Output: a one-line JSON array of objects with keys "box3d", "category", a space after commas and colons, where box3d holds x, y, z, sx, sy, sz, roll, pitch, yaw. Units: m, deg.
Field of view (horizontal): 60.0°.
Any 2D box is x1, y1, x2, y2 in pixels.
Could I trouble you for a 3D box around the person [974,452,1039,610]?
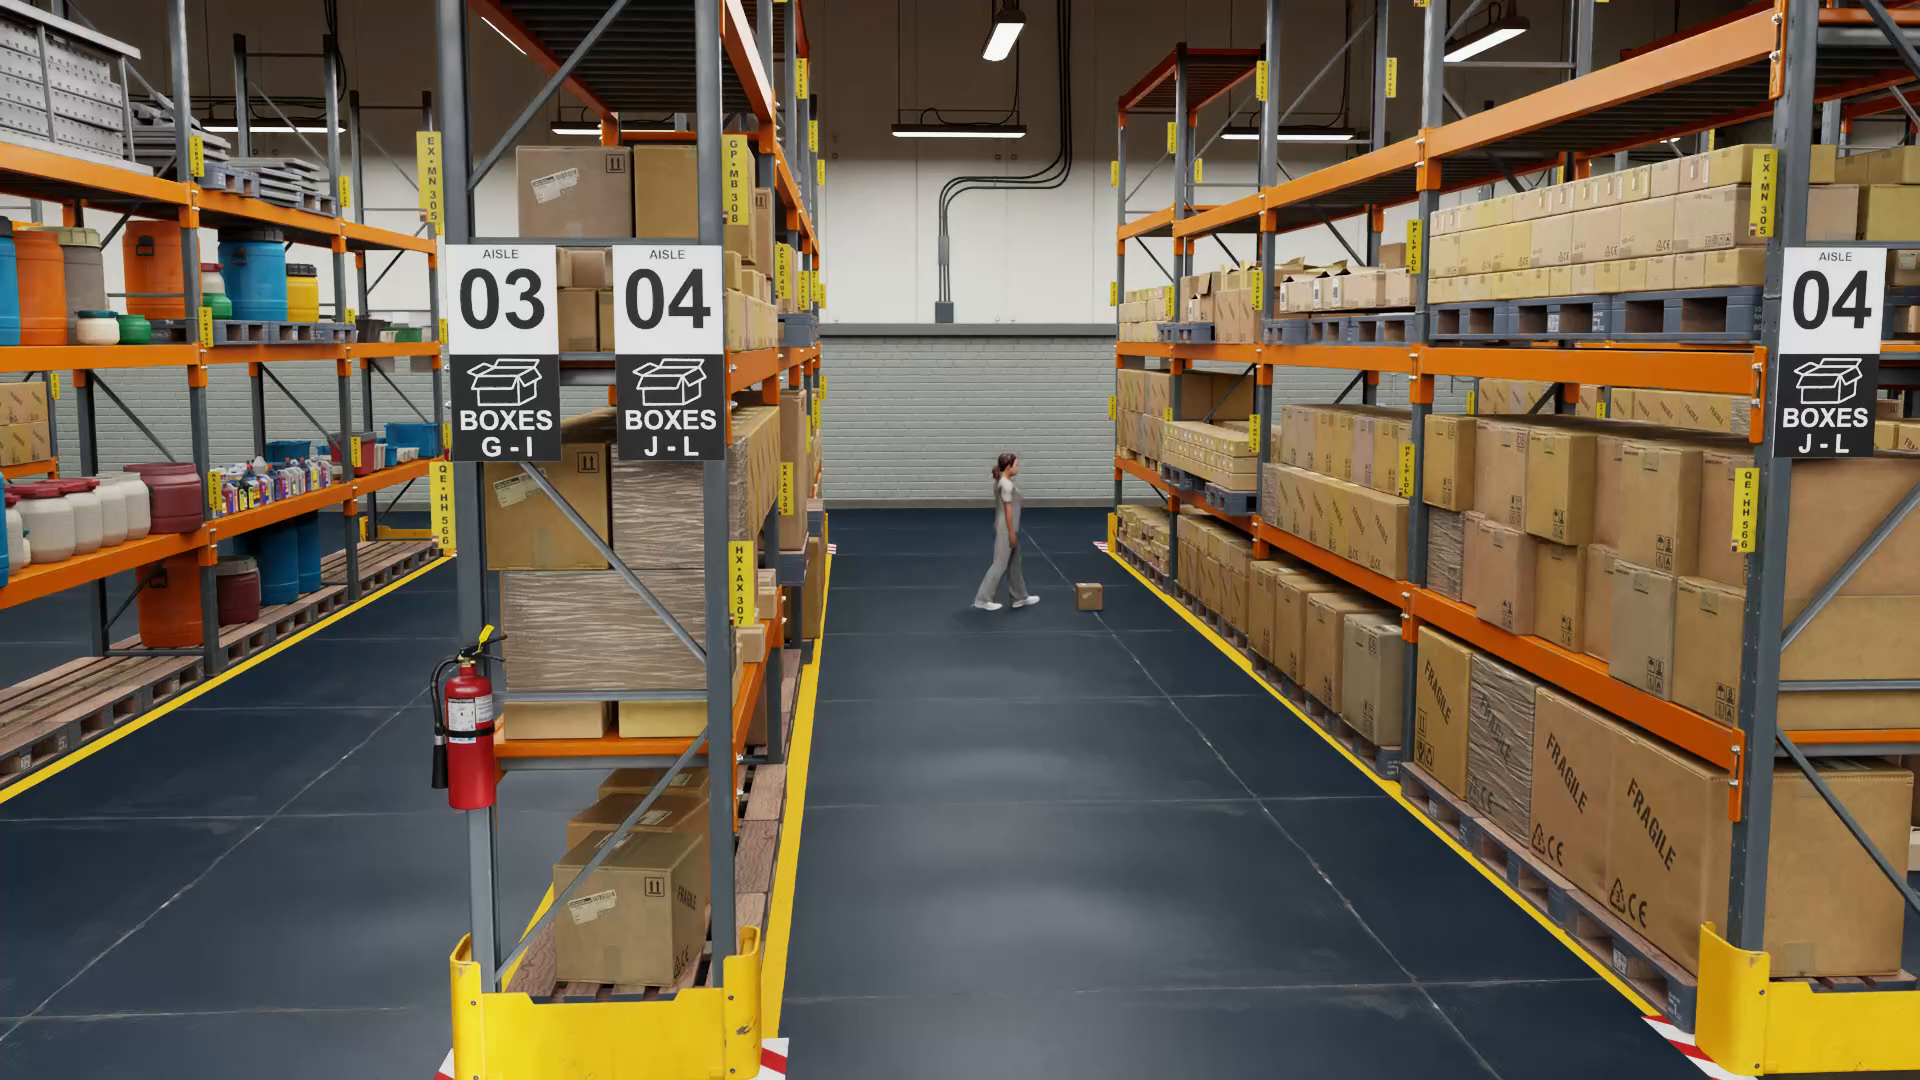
[{"box3d": [0.500, -0.088, 17.480, 0.759, 1.664, 0.470, -1, 7, -9], "category": "person"}]
